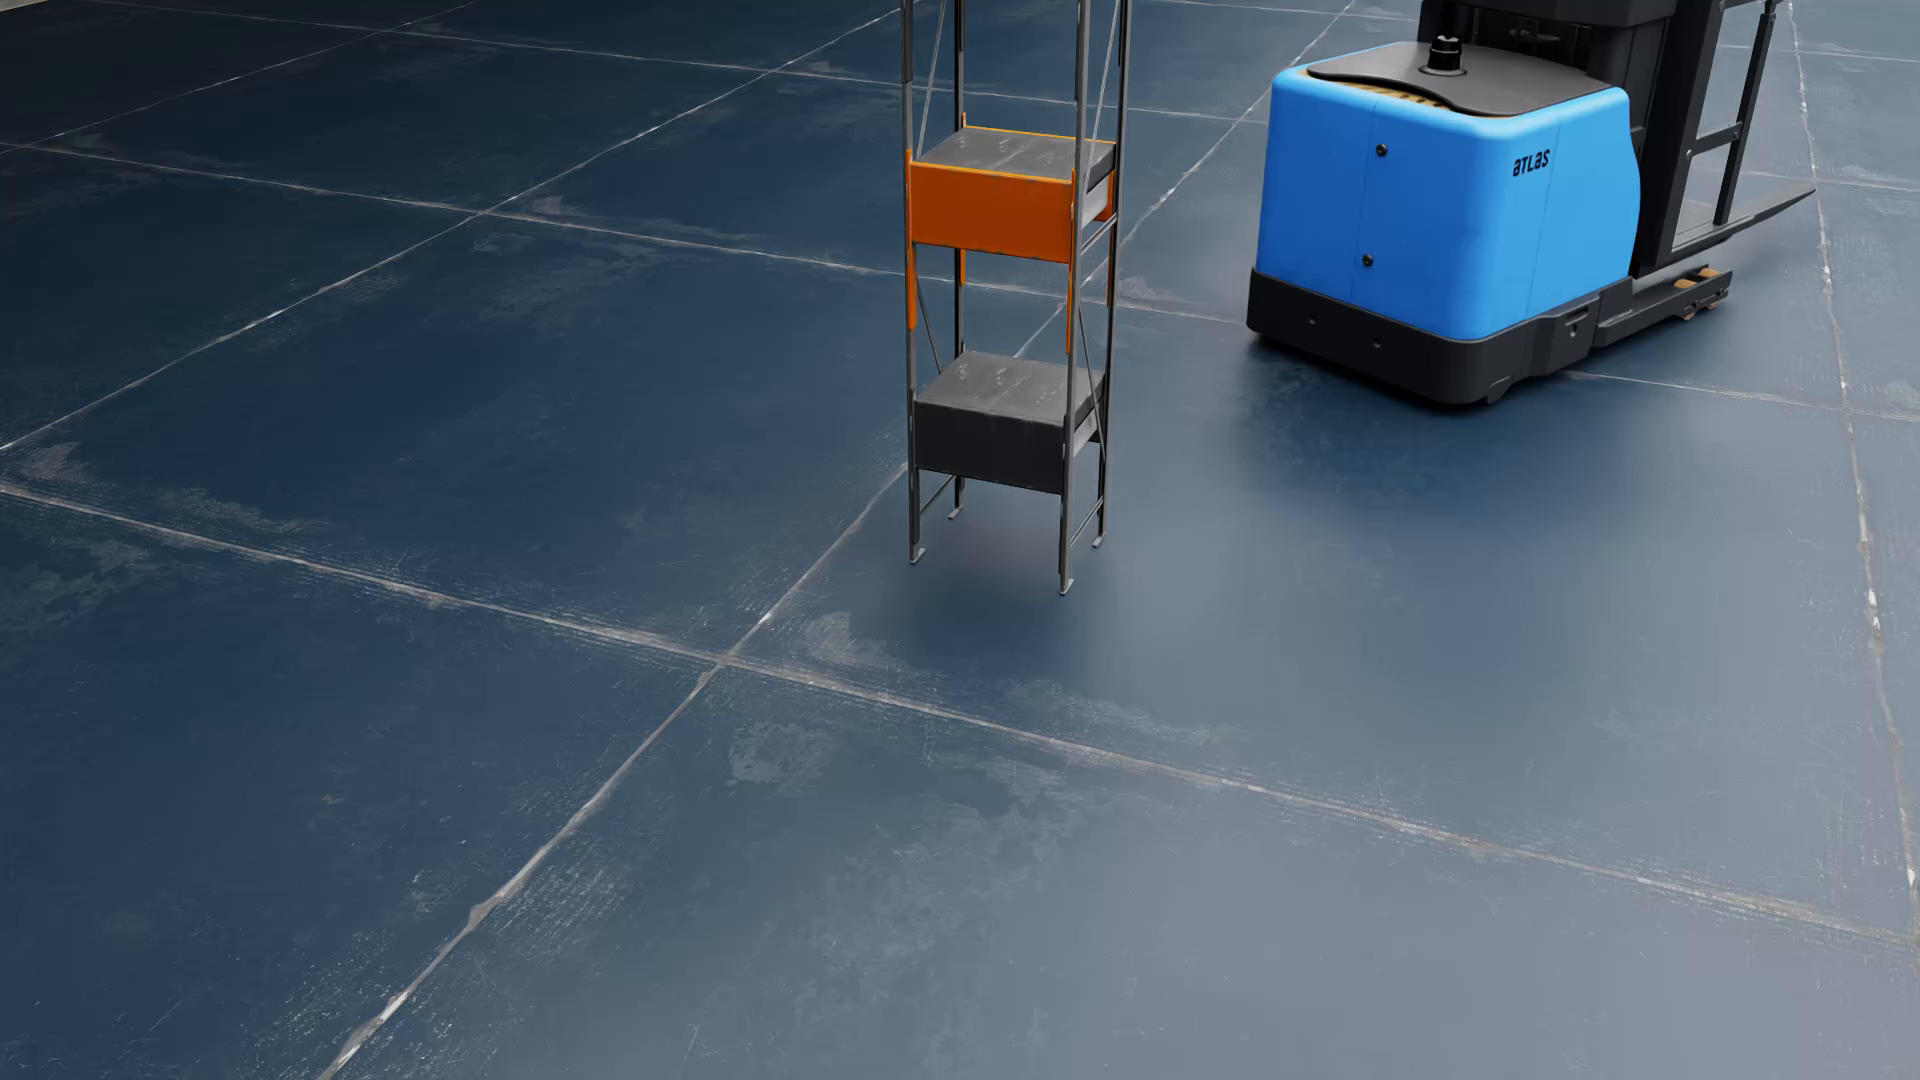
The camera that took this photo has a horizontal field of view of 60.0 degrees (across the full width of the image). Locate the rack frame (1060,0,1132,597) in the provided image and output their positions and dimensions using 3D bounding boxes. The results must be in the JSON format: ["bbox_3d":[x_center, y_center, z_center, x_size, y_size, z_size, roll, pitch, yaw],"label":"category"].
[{"bbox_3d":[0.379,-0.838,4.599,0.015,2.100,0.400,11,31,19],"label":"rack frame"}]

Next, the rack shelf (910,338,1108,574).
[{"bbox_3d":[0.153,-0.262,5.030,0.480,0.518,0.431,11,31,19],"label":"rack shelf"}]

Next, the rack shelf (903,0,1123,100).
[{"bbox_3d":[0.153,-1.481,4.341,0.480,0.518,0.431,11,31,19],"label":"rack shelf"}]

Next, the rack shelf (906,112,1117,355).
[{"bbox_3d":[0.153,-0.872,4.686,0.480,0.518,0.431,11,31,19],"label":"rack shelf"}]

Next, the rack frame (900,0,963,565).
[{"bbox_3d":[-0.073,-0.929,4.759,0.015,2.100,0.400,11,31,19],"label":"rack frame"}]

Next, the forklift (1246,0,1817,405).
[{"bbox_3d":[2.590,-2.358,6.442,3.031,2.935,1.130,-23,37,-34],"label":"forklift"}]

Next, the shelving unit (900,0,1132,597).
[{"bbox_3d":[0.153,-0.883,4.679,0.503,2.100,0.431,11,31,19],"label":"shelving unit"}]
